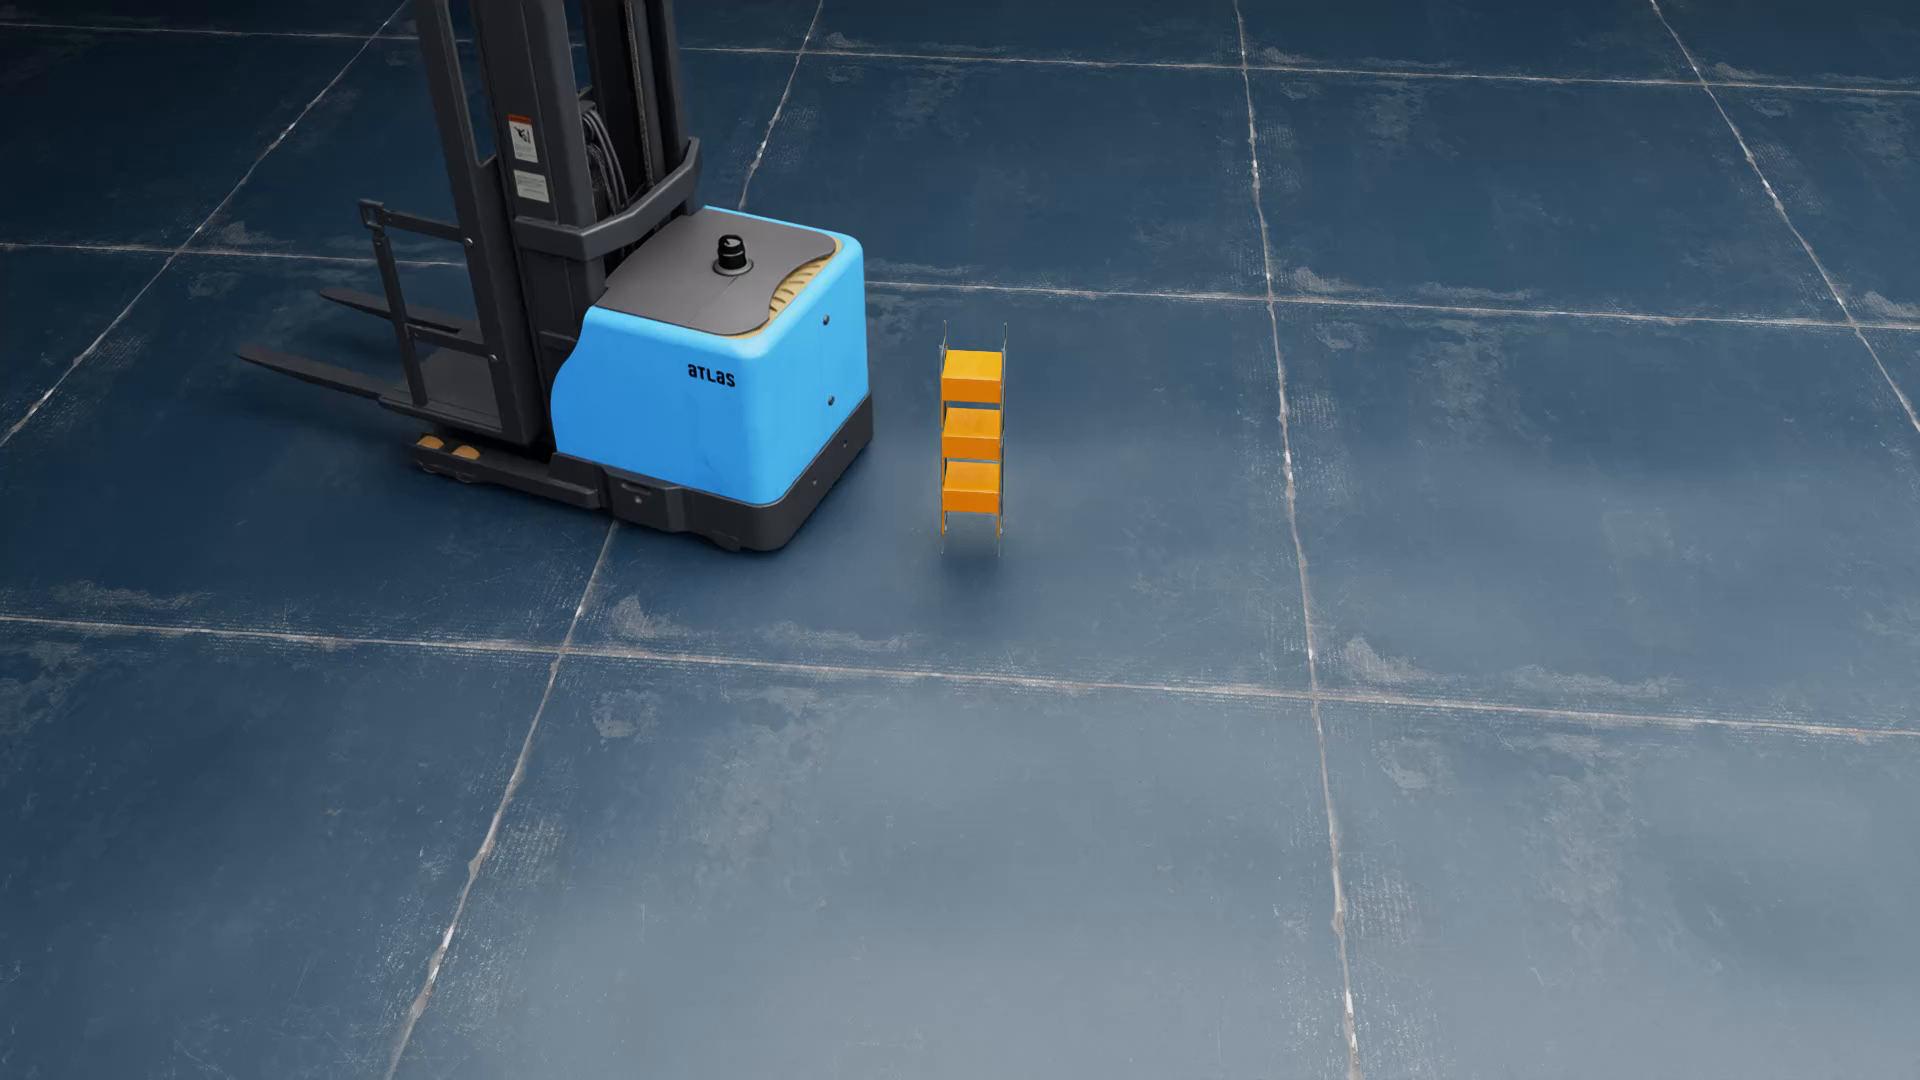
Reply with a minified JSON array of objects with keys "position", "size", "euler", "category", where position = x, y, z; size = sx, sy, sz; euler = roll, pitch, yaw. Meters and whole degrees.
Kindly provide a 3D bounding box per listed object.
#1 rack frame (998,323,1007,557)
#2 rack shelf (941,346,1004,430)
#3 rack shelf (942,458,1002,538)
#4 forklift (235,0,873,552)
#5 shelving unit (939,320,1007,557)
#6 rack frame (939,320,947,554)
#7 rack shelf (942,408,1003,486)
[{"position":[0.175,-0.398,6.907],"size":[0.008,1.050,0.200],"euler":[3,39,4],"category":"rack frame"},{"position":[0.053,-0.616,6.743],"size":[0.240,0.259,0.215],"euler":[3,39,4],"category":"rack shelf"},{"position":[0.053,-0.180,7.097],"size":[0.240,0.259,0.215],"euler":[3,39,4],"category":"rack shelf"},{"position":[-1.970,-1.689,7.003],"size":[3.031,2.935,1.130],"euler":[15,41,18],"category":"forklift"},{"position":[0.053,-0.404,6.915],"size":[0.252,1.050,0.215],"euler":[3,39,4],"category":"shelving unit"},{"position":[-0.068,-0.411,6.923],"size":[0.008,1.050,0.200],"euler":[3,39,4],"category":"rack frame"},{"position":[0.053,-0.396,6.922],"size":[0.240,0.259,0.215],"euler":[3,39,4],"category":"rack shelf"}]
